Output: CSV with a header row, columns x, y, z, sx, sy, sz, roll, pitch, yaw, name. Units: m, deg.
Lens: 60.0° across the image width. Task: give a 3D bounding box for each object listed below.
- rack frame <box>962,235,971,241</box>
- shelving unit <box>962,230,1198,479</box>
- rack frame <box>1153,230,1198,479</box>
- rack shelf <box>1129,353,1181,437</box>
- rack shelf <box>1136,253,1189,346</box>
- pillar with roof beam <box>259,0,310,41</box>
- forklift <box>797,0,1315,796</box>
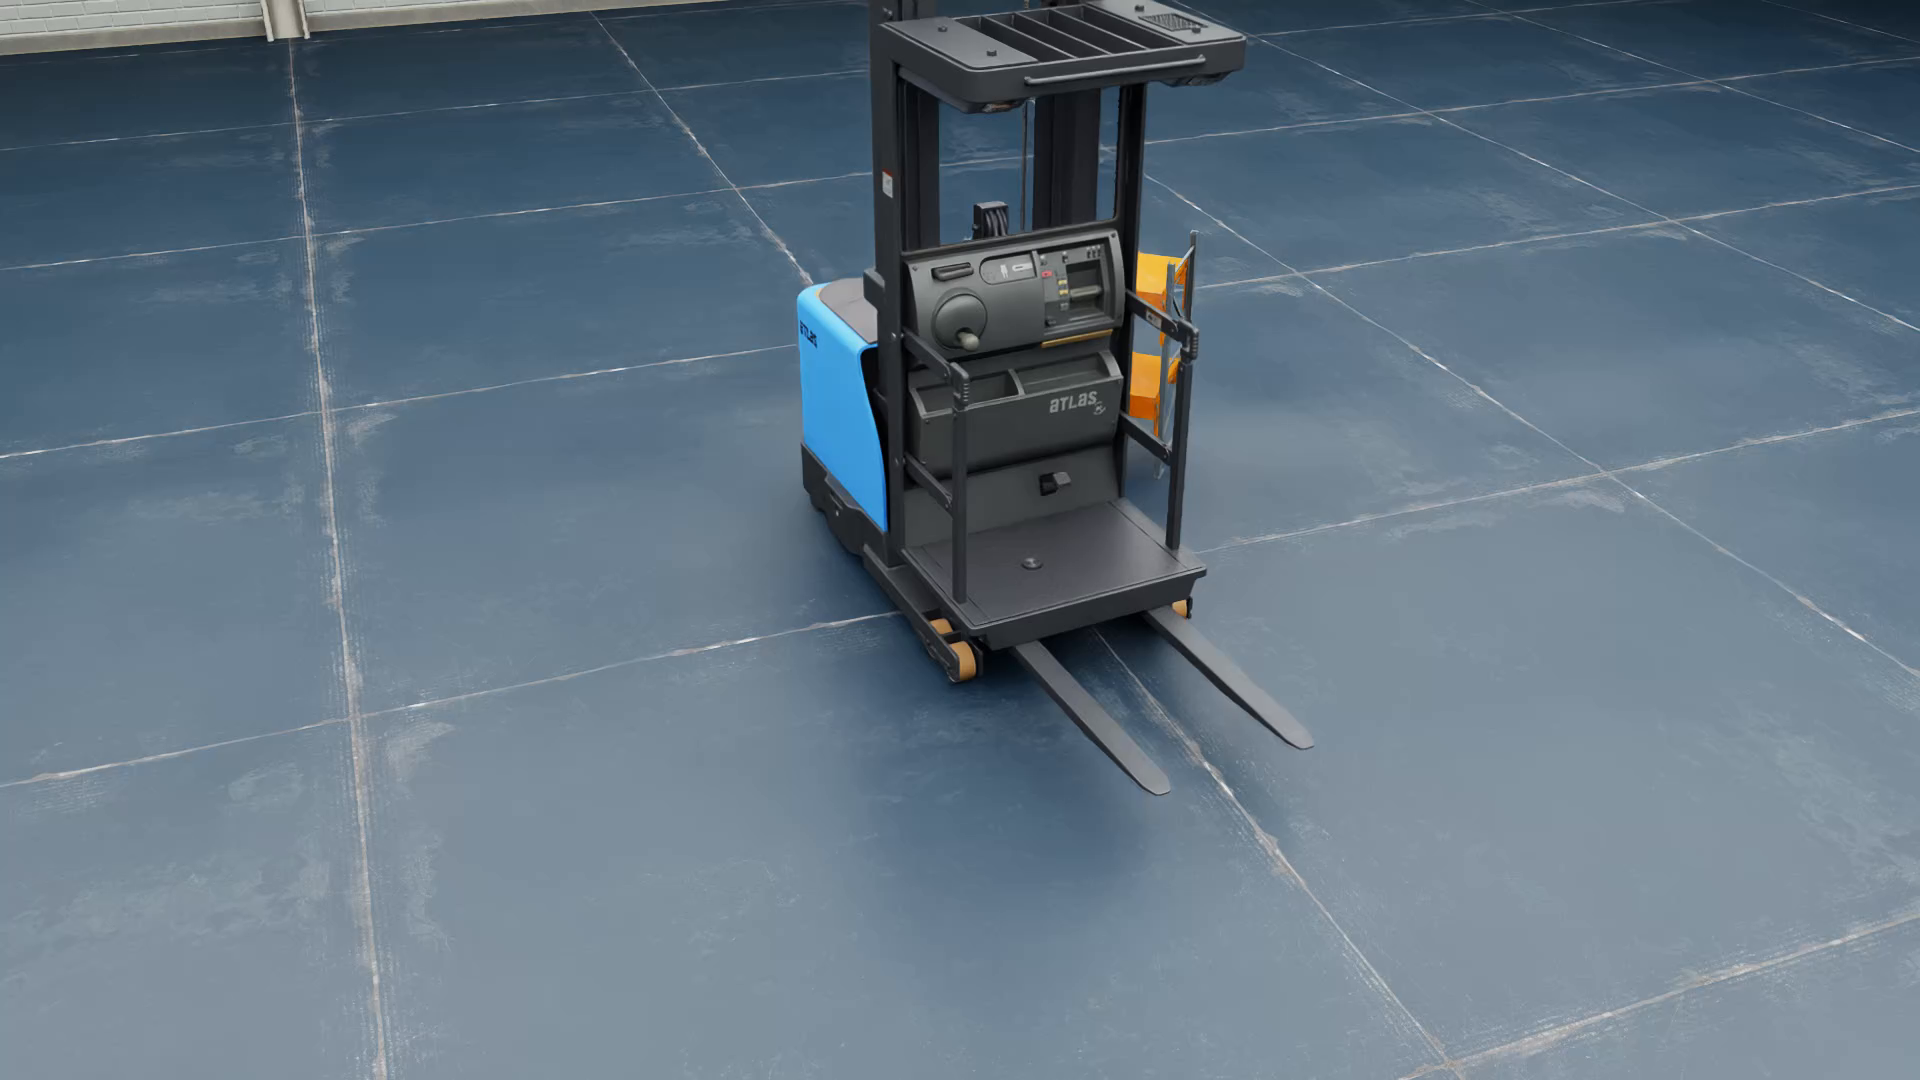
x,y,z,sx,sy,sz,roll,pitch,yaw,name
0.112,-1.085,8.518,0.032,1.125,0.500,10,31,18,rack frame
0.589,-0.997,8.364,1.048,1.125,0.538,10,31,18,shelving unit
1.065,-0.909,8.210,0.032,1.125,0.500,10,31,18,rack frame
0.589,-0.785,8.485,1.000,0.278,0.538,10,31,18,rack shelf
0.589,-1.252,8.219,1.000,0.278,0.538,10,31,18,rack shelf
-5.180,-6.928,10.819,0.400,9.000,9.100,-10,31,-18,pillar with roof beam
0.329,-0.944,6.446,1.130,2.935,3.031,-13,32,-22,forklift
